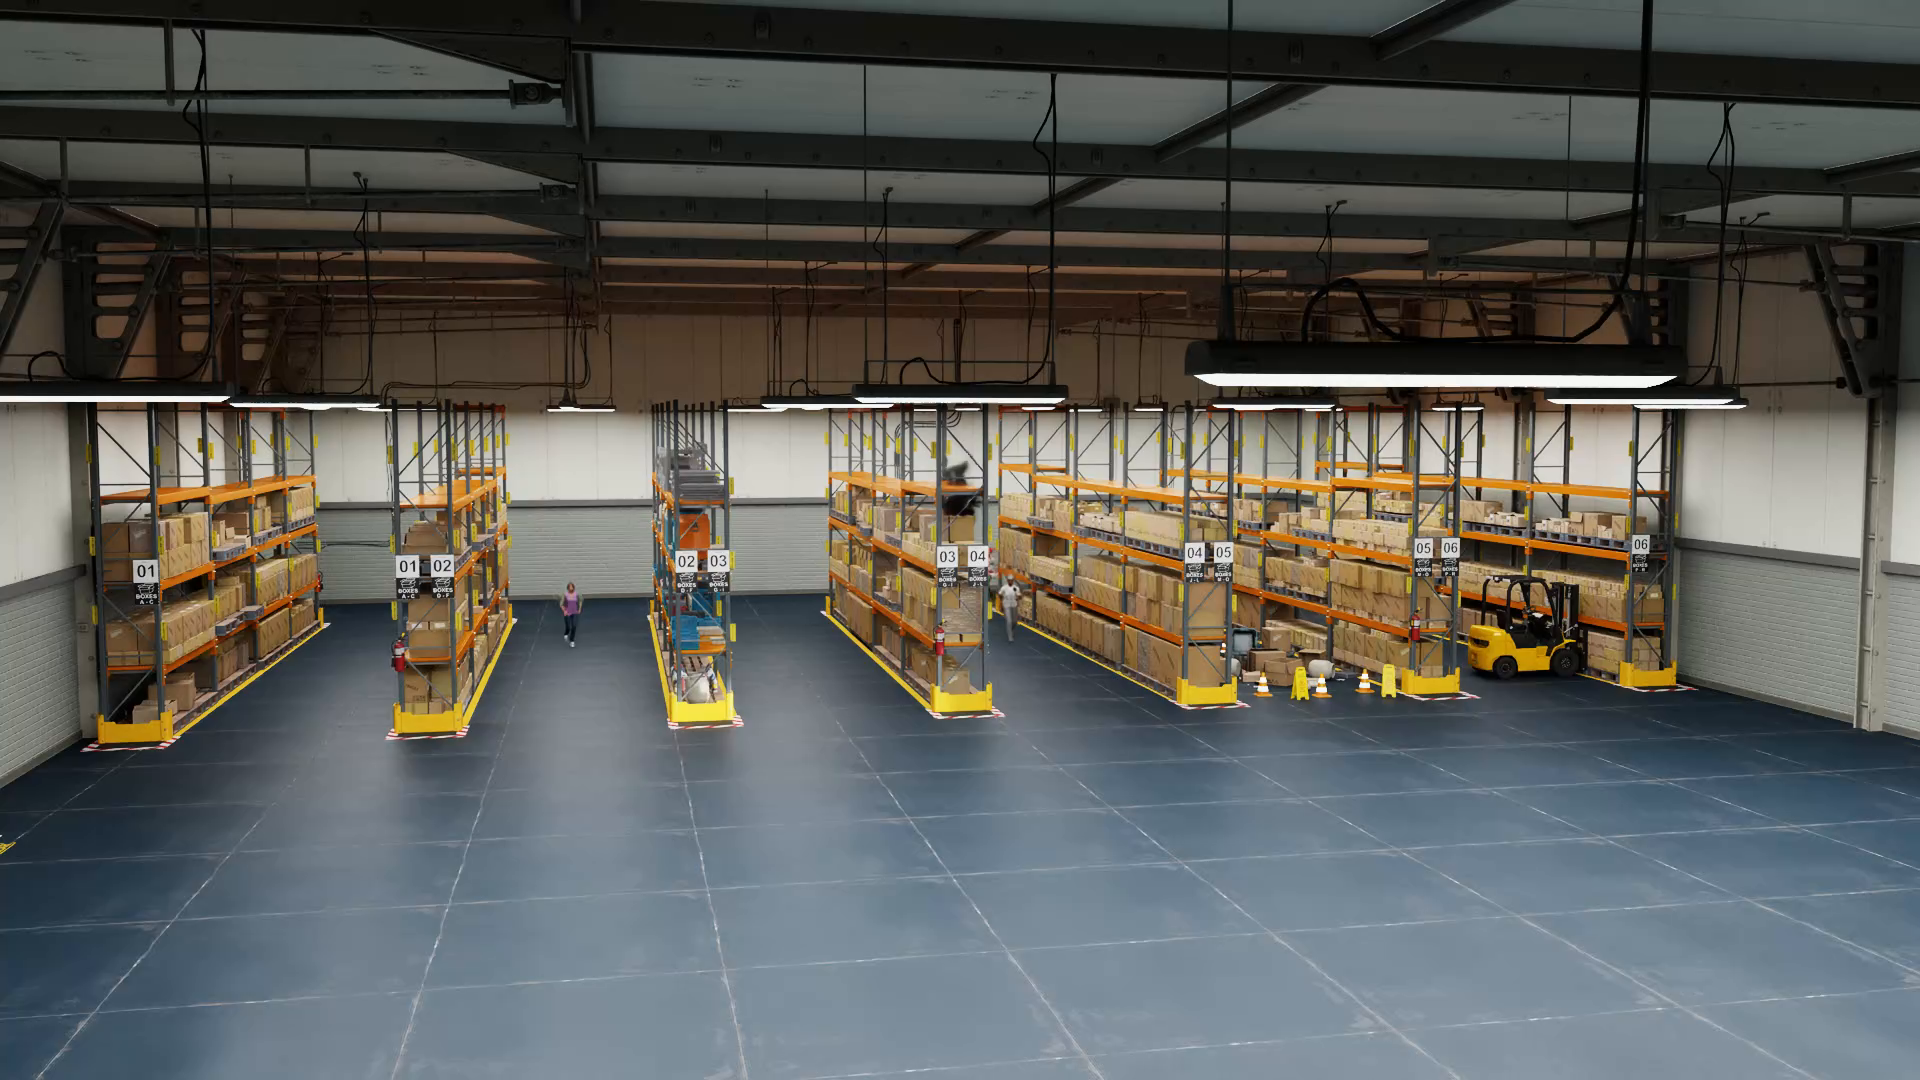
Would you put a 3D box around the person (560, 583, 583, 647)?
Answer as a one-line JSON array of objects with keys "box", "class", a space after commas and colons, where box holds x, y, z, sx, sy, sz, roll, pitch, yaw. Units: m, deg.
[{"box": [-9.650, 1.840, 41.280, 0.561, 1.577, 0.557, -2, 5, -23], "class": "person"}]

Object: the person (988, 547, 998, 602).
[{"box": [0.788, 1.093, 49.565, 0.985, 1.756, 0.716, -3, 5, -31], "class": "person"}]

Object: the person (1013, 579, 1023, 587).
[{"box": [1.701, 1.209, 50.172, 0.529, 1.467, 0.714, 1, 4, 13], "class": "person"}]

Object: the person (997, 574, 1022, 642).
[{"box": [1.272, 1.699, 42.158, 0.586, 1.671, 0.866, -1, 4, -11], "class": "person"}]
